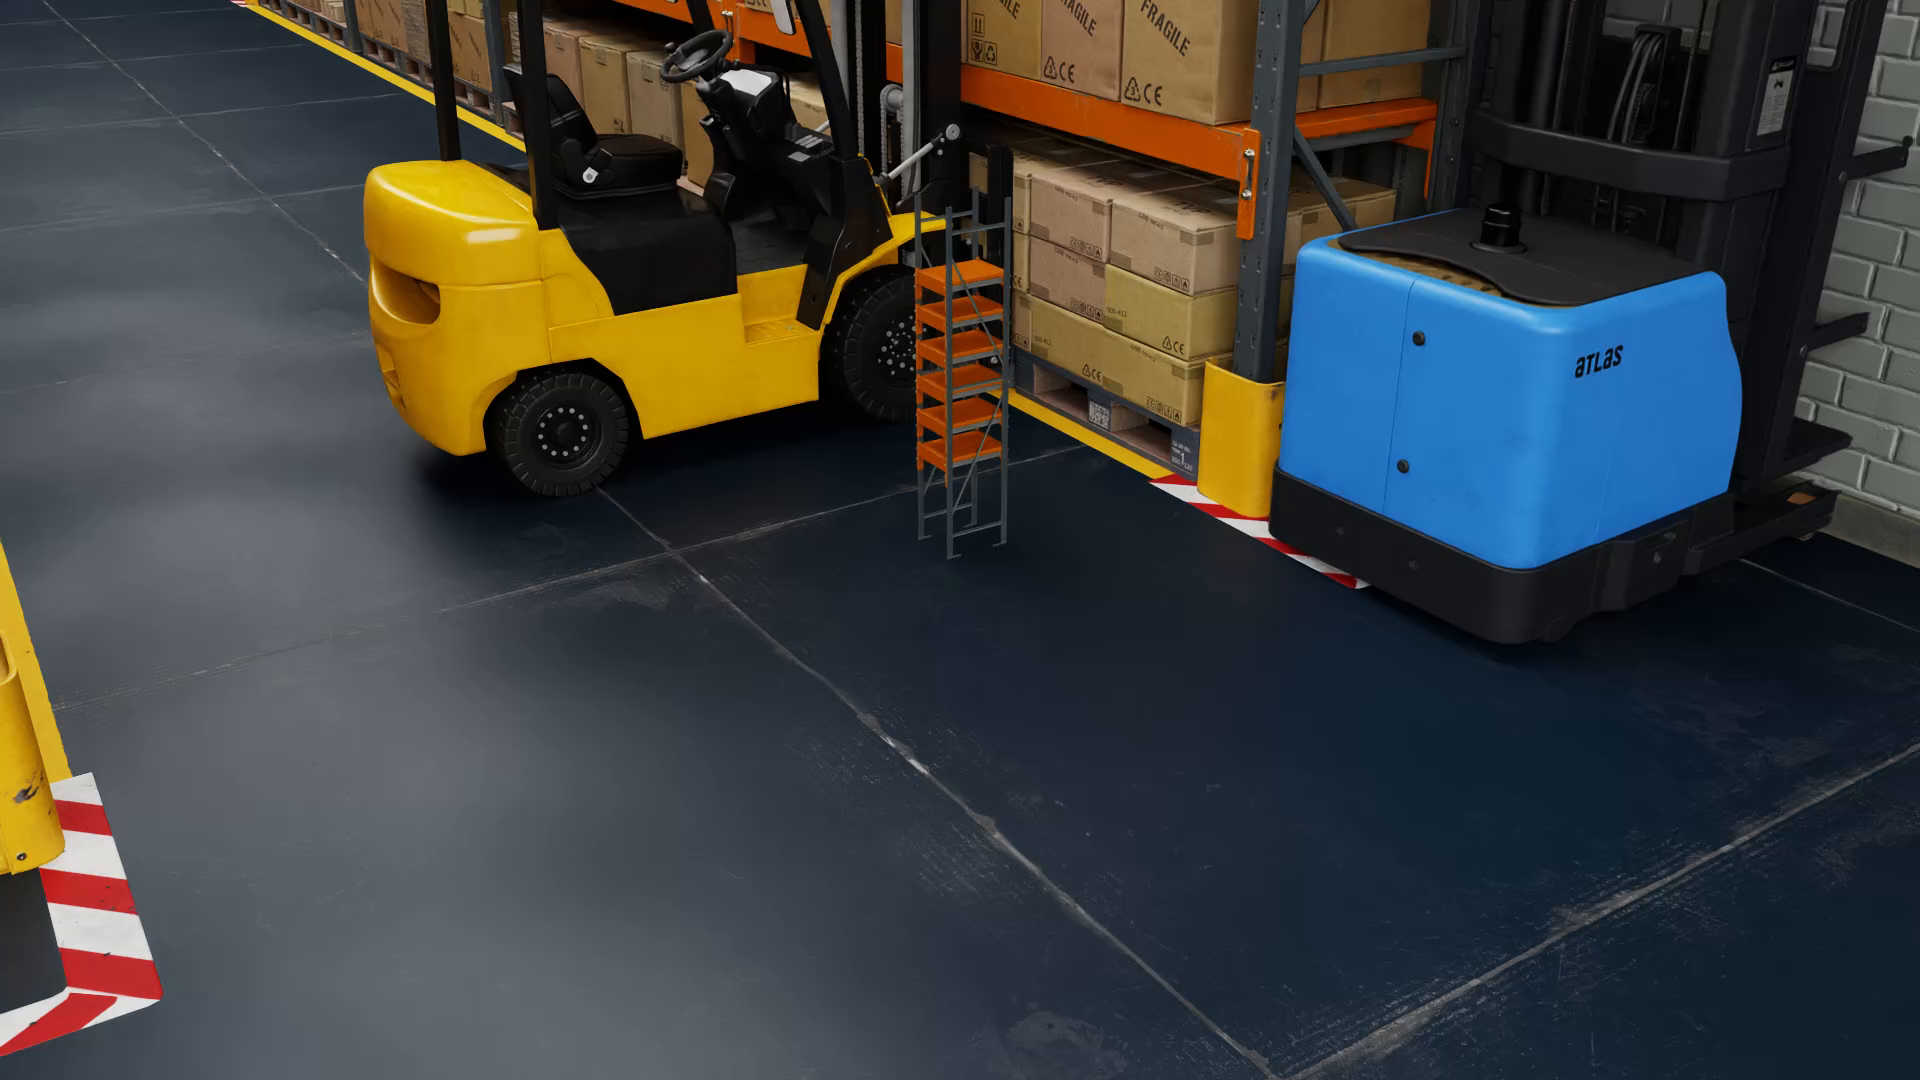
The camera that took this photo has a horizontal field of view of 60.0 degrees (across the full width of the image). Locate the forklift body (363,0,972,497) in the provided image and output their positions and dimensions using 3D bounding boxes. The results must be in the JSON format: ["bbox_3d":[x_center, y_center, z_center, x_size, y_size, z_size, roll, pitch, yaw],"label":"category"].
[{"bbox_3d":[-1.144,-1.500,6.408,2.313,2.155,1.214,-16,29,-30],"label":"forklift body"}]

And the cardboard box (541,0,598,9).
[{"bbox_3d":[-2.971,-4.104,12.606,0.380,0.149,0.250,-14,29,-27],"label":"cardboard box"}]

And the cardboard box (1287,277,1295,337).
[{"bbox_3d":[1.337,-1.020,6.540,0.500,0.250,0.500,-15,29,-29],"label":"cardboard box"}]

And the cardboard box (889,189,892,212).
[{"bbox_3d":[-0.217,-1.627,7.826,0.500,0.250,0.500,-16,30,-30],"label":"cardboard box"}]

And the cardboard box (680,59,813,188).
[{"bbox_3d":[-1.058,-2.361,9.528,0.875,0.625,0.625,-14,29,-27],"label":"cardboard box"}]

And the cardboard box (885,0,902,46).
[{"bbox_3d":[-0.164,-2.524,7.465,0.500,0.500,0.500,-16,30,-30],"label":"cardboard box"}]

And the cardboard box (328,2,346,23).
[{"bbox_3d":[-5.681,-4.954,15.579,0.380,0.149,0.250,-17,30,-31],"label":"cardboard box"}]

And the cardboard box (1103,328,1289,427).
[{"bbox_3d":[0.899,-0.672,6.388,0.500,0.250,0.500,-15,29,-29],"label":"cardboard box"}]

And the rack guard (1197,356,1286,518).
[{"bbox_3d":[1.433,-0.492,6.206,1.175,0.500,0.348,-16,29,-30],"label":"rack guard"}]

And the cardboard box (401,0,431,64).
[{"bbox_3d":[-4.210,-4.202,13.574,0.500,0.500,0.500,-17,30,-31],"label":"cardboard box"}]

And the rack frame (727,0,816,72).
[{"bbox_3d":[-0.764,-3.061,8.721,1.000,3.000,0.127,-16,29,-30],"label":"rack frame"}]

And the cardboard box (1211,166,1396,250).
[{"bbox_3d":[1.316,-1.245,6.432,0.500,0.250,0.500,-16,30,-30],"label":"cardboard box"}]

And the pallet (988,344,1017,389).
[{"bbox_3d":[0.306,-1.069,7.768,1.003,0.211,1.213,-16,29,-30],"label":"pallet"}]

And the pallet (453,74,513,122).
[{"bbox_3d":[-3.323,-3.507,12.931,1.003,0.211,1.213,-16,29,-30],"label":"pallet"}]

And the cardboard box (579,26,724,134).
[{"bbox_3d":[-1.887,-2.909,10.689,0.875,0.625,0.625,-17,30,-32],"label":"cardboard box"}]

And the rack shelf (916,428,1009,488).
[{"bbox_3d":[0.008,-0.280,5.604,0.258,0.103,0.180,-16,29,-30],"label":"rack shelf"}]

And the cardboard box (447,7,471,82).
[{"bbox_3d":[-3.623,-3.834,12.794,0.500,0.500,0.500,-16,30,-30],"label":"cardboard box"}]

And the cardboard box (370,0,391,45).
[{"bbox_3d":[-4.756,-4.569,14.350,0.500,0.500,0.500,-16,30,-30],"label":"cardboard box"}]

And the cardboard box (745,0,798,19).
[{"bbox_3d":[-0.740,-2.887,8.235,0.500,0.500,0.500,-16,30,-31],"label":"cardboard box"}]

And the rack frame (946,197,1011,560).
[{"bbox_3d":[0.058,-0.505,5.414,0.240,1.200,0.006,-16,29,-30],"label":"rack frame"}]

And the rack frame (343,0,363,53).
[{"bbox_3d":[-5.131,-5.923,14.782,1.000,3.000,0.127,-16,29,-30],"label":"rack frame"}]

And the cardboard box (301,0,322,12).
[{"bbox_3d":[-6.059,-5.486,16.294,0.700,0.500,0.500,-17,30,-31],"label":"cardboard box"}]

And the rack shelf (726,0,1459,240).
[{"bbox_3d":[0.328,-2.021,7.359,1.077,0.370,4.000,-16,29,-30],"label":"rack shelf"}]

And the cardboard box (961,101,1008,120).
[{"bbox_3d":[0.221,-1.967,7.961,0.500,0.250,0.500,-15,29,-29],"label":"cardboard box"}]

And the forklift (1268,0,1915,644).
[{"bbox_3d":[2.544,-1.489,5.472,3.031,2.935,1.130,-17,30,-31],"label":"forklift"}]

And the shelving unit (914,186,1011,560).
[{"bbox_3d":[0.008,-0.537,5.483,0.258,1.200,0.189,-16,29,-30],"label":"shelving unit"}]

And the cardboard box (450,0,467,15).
[{"bbox_3d":[-3.604,-4.053,12.498,0.380,0.149,0.250,-17,30,-32],"label":"cardboard box"}]

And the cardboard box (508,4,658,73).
[{"bbox_3d":[-2.618,-3.382,11.690,0.875,0.625,0.625,-15,29,-28],"label":"cardboard box"}]

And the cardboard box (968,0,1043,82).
[{"bbox_3d":[0.376,-2.162,6.698,0.500,0.500,0.500,-16,30,-31],"label":"cardboard box"}]

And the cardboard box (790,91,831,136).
[{"bbox_3d":[-0.492,-2.029,8.091,0.500,0.250,0.500,-15,29,-29],"label":"cardboard box"}]

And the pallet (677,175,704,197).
[{"bbox_3d":[-1.198,-2.055,9.855,1.003,0.211,1.213,-16,29,-30],"label":"pallet"}]

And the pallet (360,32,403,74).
[{"bbox_3d":[-4.655,-4.380,14.780,1.003,0.211,1.213,-16,29,-30],"label":"pallet"}]

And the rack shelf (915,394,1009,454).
[{"bbox_3d":[0.008,-0.389,5.553,0.258,0.103,0.180,-16,29,-30],"label":"rack shelf"}]

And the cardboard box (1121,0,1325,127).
[{"bbox_3d":[0.931,-1.791,5.912,0.500,0.500,0.500,-16,30,-31],"label":"cardboard box"}]

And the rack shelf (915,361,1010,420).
[{"bbox_3d":[0.008,-0.497,5.502,0.258,0.103,0.180,-16,29,-30],"label":"rack shelf"}]

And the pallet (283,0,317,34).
[{"bbox_3d":[-6.175,-5.344,16.824,1.003,0.211,1.213,-16,29,-30],"label":"pallet"}]

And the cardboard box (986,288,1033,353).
[{"bbox_3d":[0.370,-1.033,7.153,0.500,0.250,0.500,-15,29,-29],"label":"cardboard box"}]

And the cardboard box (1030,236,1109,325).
[{"bbox_3d":[0.628,-1.086,6.681,0.500,0.250,0.500,-16,30,-30],"label":"cardboard box"}]

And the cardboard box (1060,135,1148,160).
[{"bbox_3d":[0.776,-1.605,7.193,0.500,0.250,0.500,-16,30,-30],"label":"cardboard box"}]

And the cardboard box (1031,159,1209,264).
[{"bbox_3d":[0.624,-1.303,6.553,0.500,0.250,0.500,-15,29,-29],"label":"cardboard box"}]

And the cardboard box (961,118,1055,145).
[{"bbox_3d":[0.070,-1.664,7.318,0.500,0.250,0.500,-16,30,-31],"label":"cardboard box"}]

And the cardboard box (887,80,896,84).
[{"bbox_3d":[-0.333,-2.329,8.728,0.500,0.250,0.500,-15,29,-29],"label":"cardboard box"}]
